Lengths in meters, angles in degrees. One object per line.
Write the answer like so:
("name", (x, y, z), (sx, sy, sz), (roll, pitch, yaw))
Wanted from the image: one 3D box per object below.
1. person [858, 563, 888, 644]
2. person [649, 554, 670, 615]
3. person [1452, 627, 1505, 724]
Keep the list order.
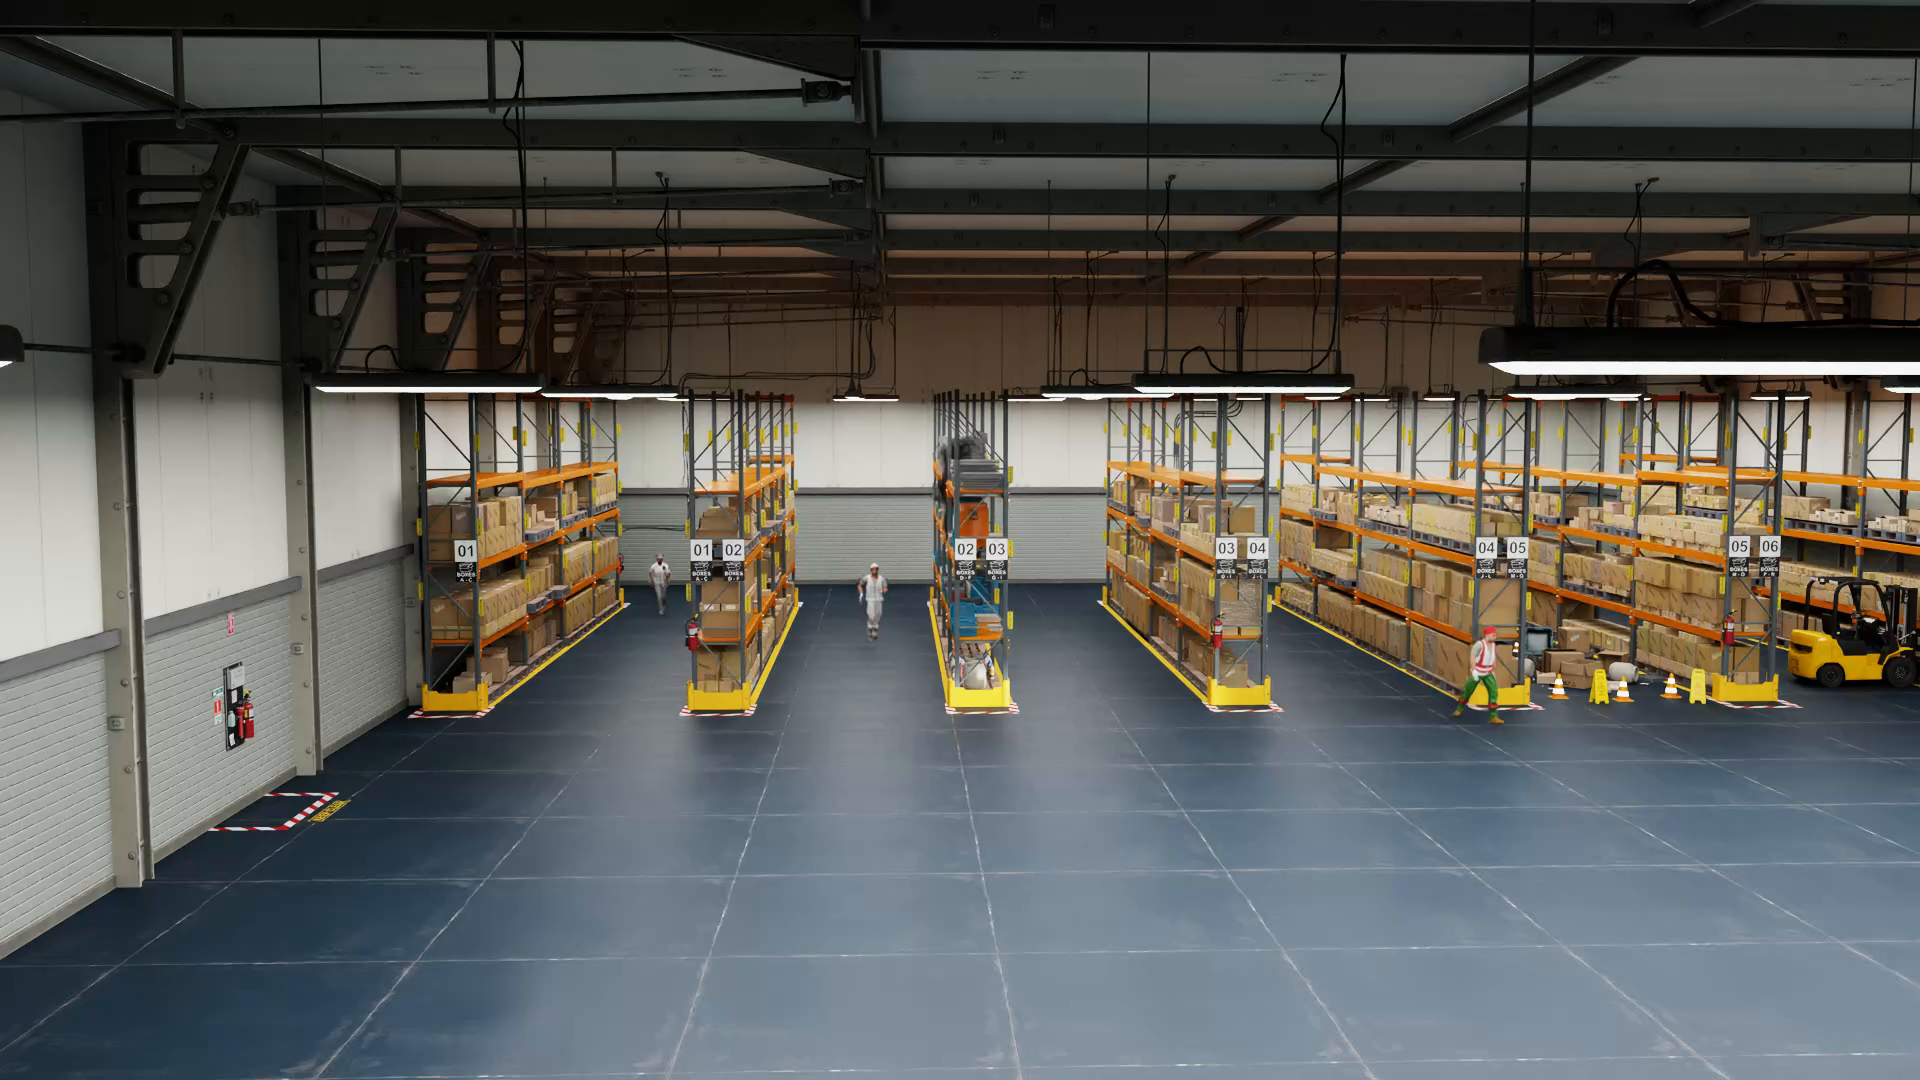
("person", (-1.965, 1.455, 38.104), (0.646, 1.835, 0.694), (-1, 5, -15))
("person", (-8.204, 1.194, 45.416), (0.590, 1.675, 0.663), (-1, 5, -12))
("person", (9.394, 2.408, 30.004), (0.688, 1.728, 0.997), (-2, 5, -22))
